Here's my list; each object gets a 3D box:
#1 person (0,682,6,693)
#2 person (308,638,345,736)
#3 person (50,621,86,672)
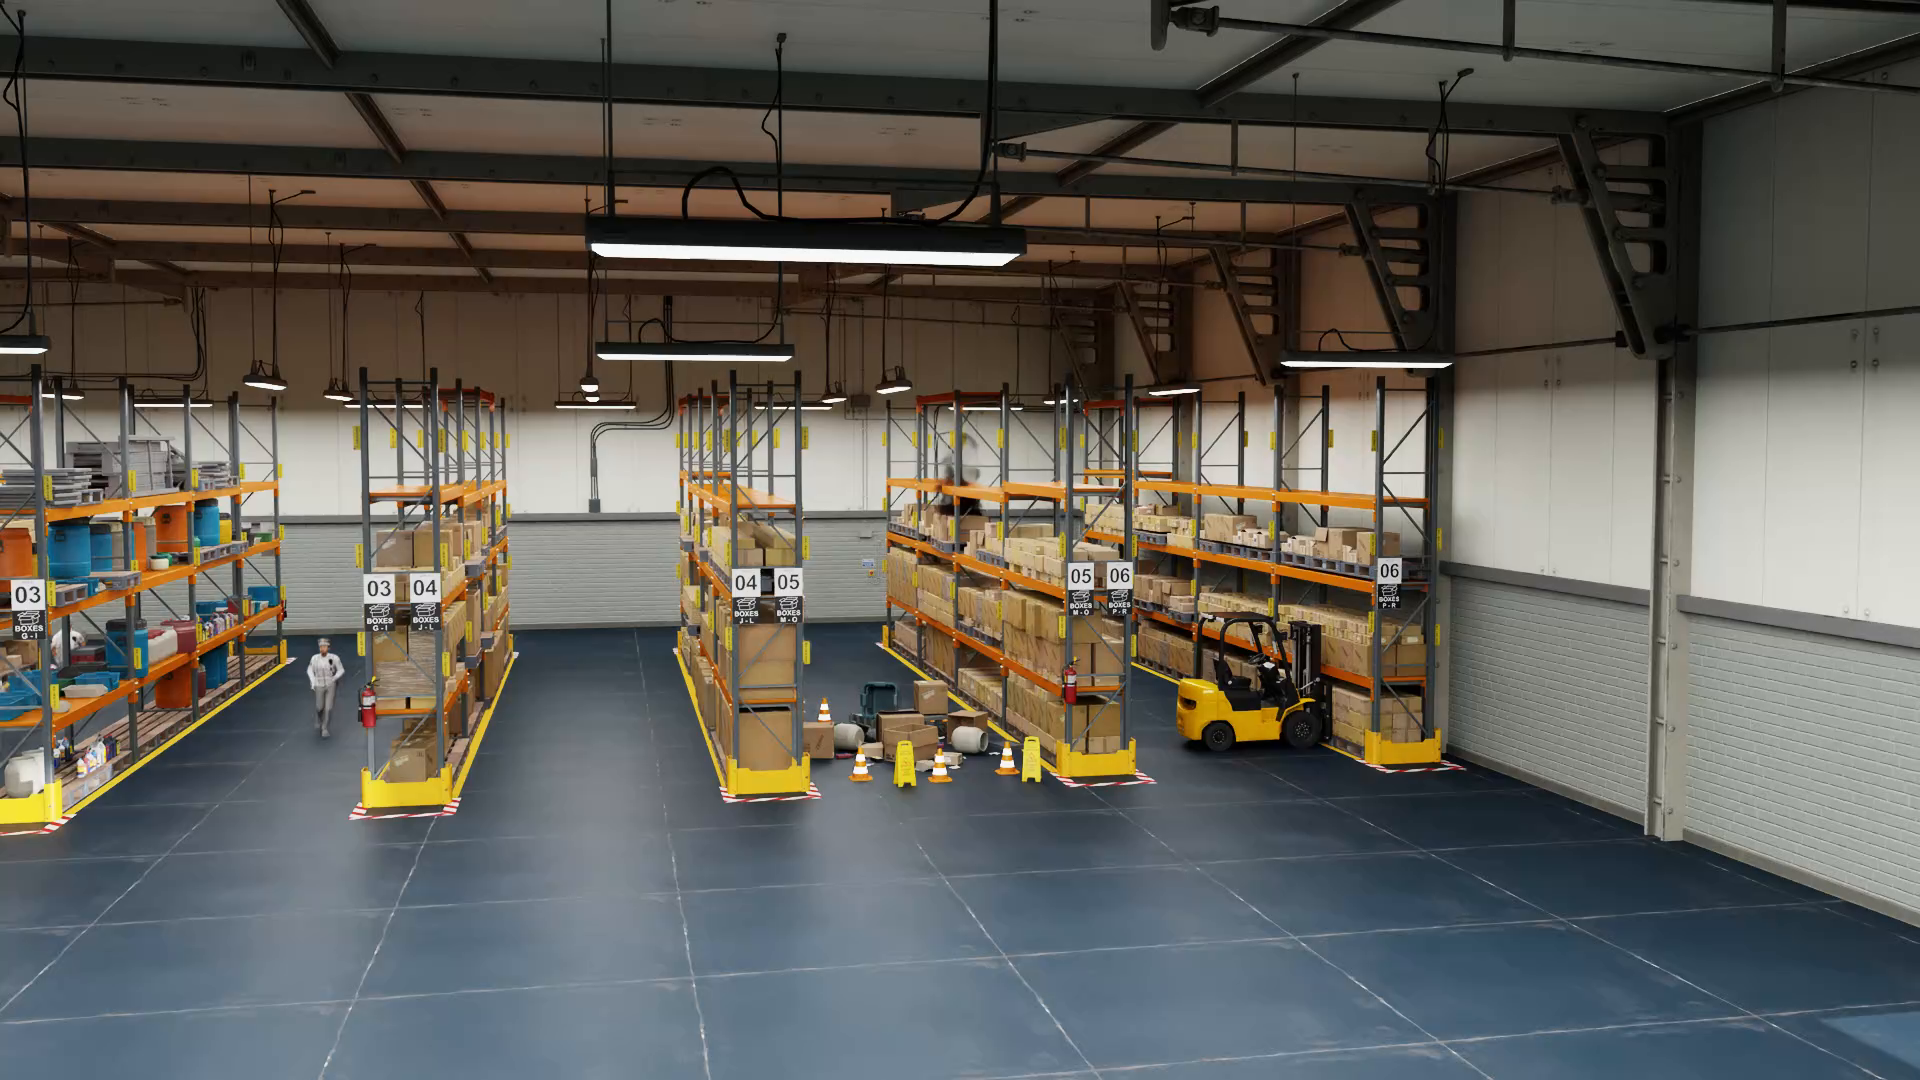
[{"bbox_3d":[-14.703,2.648,25.022,0.653,1.758,0.647,-1,3,-13],"label":"person"},{"bbox_3d":[-10.785,2.495,28.282,0.605,1.669,0.569,-1,4,-16],"label":"person"},{"bbox_3d":[-16.852,2.310,31.426,0.592,1.655,0.886,-1,4,-23],"label":"person"}]
